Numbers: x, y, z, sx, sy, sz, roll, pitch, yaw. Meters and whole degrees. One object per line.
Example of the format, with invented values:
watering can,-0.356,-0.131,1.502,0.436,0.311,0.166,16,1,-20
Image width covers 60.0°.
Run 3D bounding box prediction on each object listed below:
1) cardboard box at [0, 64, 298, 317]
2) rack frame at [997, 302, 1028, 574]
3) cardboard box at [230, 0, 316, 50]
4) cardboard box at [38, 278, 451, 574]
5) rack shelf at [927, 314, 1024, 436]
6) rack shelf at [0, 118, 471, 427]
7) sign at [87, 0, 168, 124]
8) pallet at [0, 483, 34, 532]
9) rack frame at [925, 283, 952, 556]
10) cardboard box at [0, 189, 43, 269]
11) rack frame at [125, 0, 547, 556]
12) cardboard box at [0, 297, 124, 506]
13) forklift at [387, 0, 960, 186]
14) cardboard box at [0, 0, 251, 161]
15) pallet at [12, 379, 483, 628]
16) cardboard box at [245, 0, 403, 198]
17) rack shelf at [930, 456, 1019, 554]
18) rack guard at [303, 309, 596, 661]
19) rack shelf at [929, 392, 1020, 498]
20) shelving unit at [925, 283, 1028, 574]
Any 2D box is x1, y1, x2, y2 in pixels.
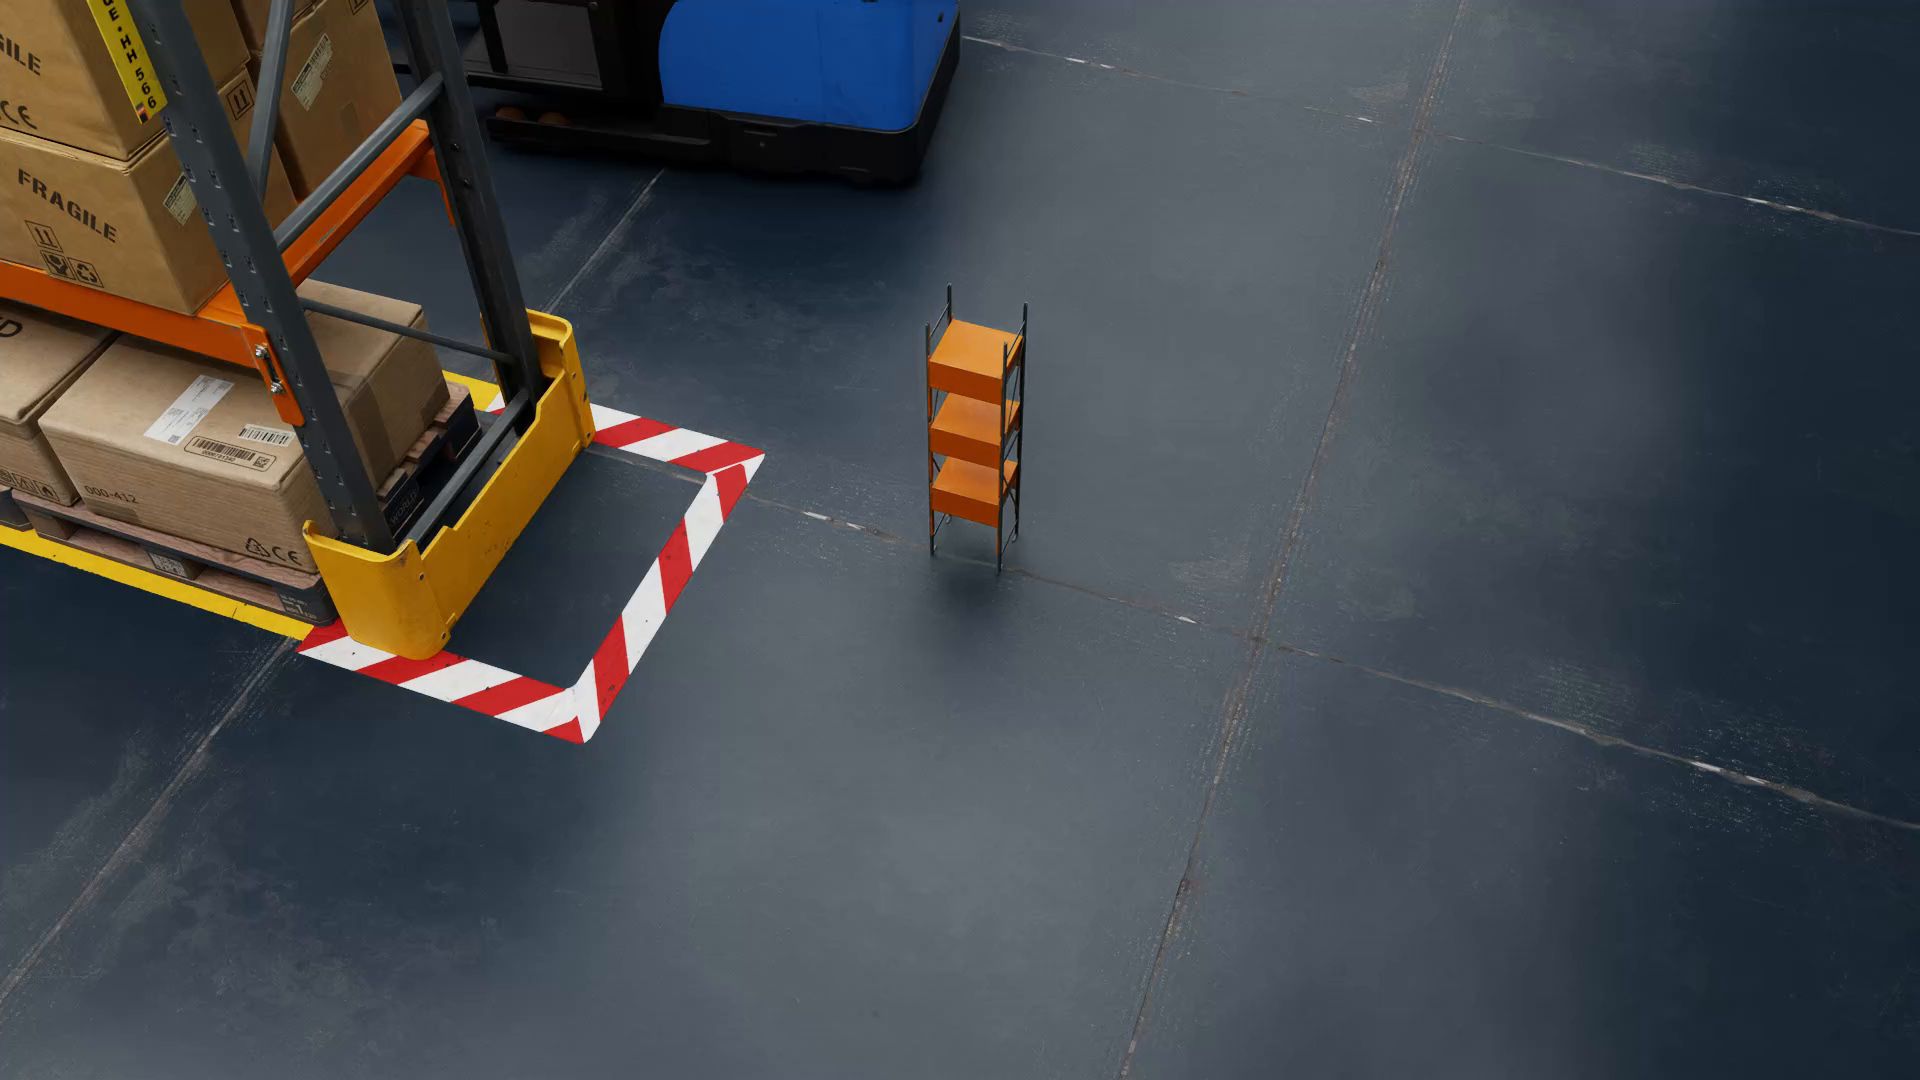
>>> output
cardboard box,-2.245,-1.012,4.576,0.500,0.500,0.500,16,51,13
rack frame,0.165,-0.298,5.313,0.008,1.050,0.200,16,51,13
cardboard box,-2.053,-1.729,4.536,0.500,0.500,0.500,15,51,12
cardboard box,-2.355,-0.441,5.565,0.875,0.438,0.875,14,51,12
rack shelf,0.050,-0.509,5.135,0.240,0.259,0.215,16,51,13
rack shelf,-3.577,-1.329,5.393,4.000,0.370,1.077,16,51,13
sign,-1.902,-1.117,3.810,0.005,0.325,0.100,16,51,13
pallet,-3.619,-0.602,6.132,1.213,0.211,1.003,16,51,13
rack frame,-0.064,-0.362,5.369,0.008,1.050,0.200,16,51,13
cardboard box,-2.711,-1.155,4.700,0.500,0.500,0.500,15,51,12
rack frame,-1.701,-1.041,4.667,0.127,3.000,1.000,16,51,13
cardboard box,-3.216,-0.675,5.768,0.875,0.438,0.875,17,51,14
forklift,-1.569,-3.020,6.428,3.031,2.935,1.130,9,50,8
cardboard box,-2.236,-1.359,4.215,0.500,0.500,0.500,17,51,14
pallet,-2.478,-0.282,5.854,1.213,0.211,1.003,16,51,13
cardboard box,-2.052,-1.403,4.915,0.500,0.500,0.500,15,51,13
rack shelf,0.050,-0.141,5.559,0.240,0.259,0.215,16,51,13
rack guard,-1.679,-0.216,5.606,0.348,0.500,1.175,16,51,13
rack shelf,0.050,-0.323,5.349,0.240,0.259,0.215,16,51,13
shelving unit,0.050,-0.330,5.341,0.252,1.050,0.215,16,51,13
